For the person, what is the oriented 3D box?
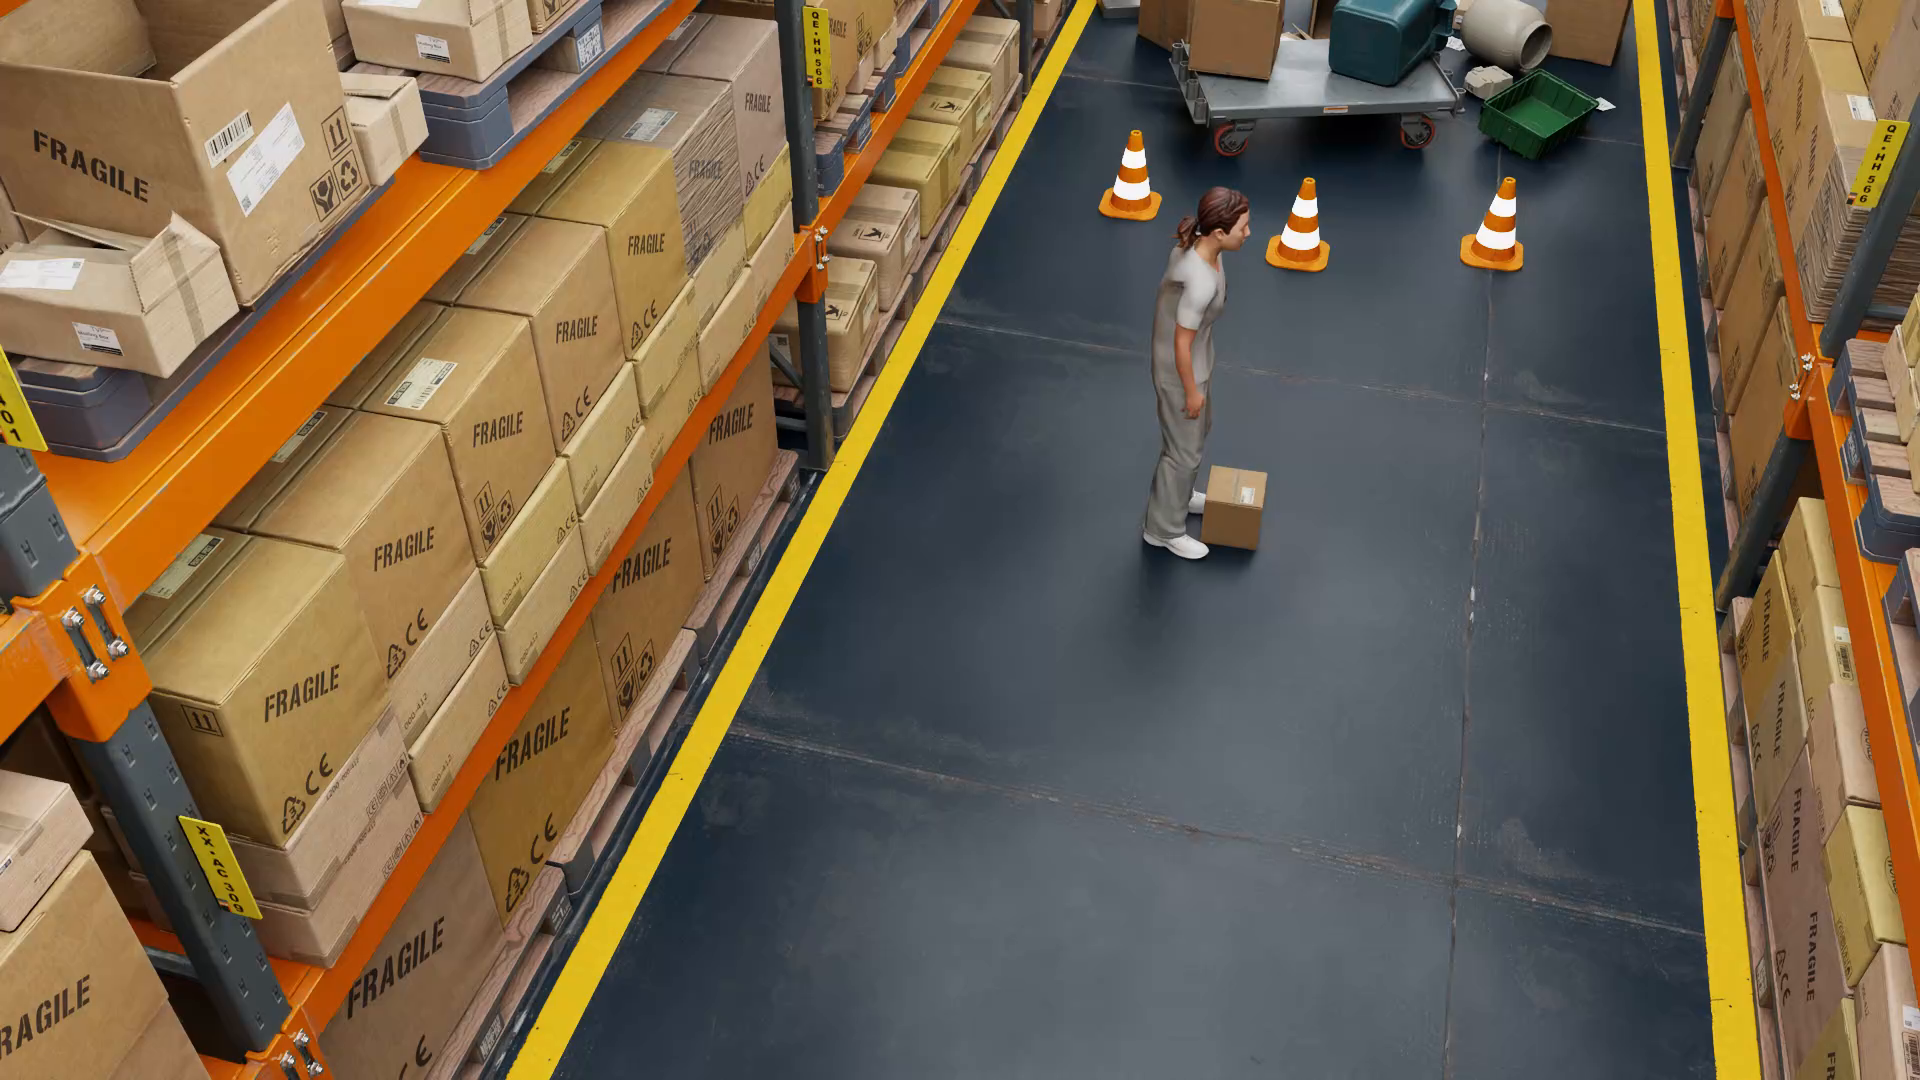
[{"bbox_3d":[0.973,-0.714,6.977,0.360,1.671,0.508,8,42,9],"label":"person"}]
